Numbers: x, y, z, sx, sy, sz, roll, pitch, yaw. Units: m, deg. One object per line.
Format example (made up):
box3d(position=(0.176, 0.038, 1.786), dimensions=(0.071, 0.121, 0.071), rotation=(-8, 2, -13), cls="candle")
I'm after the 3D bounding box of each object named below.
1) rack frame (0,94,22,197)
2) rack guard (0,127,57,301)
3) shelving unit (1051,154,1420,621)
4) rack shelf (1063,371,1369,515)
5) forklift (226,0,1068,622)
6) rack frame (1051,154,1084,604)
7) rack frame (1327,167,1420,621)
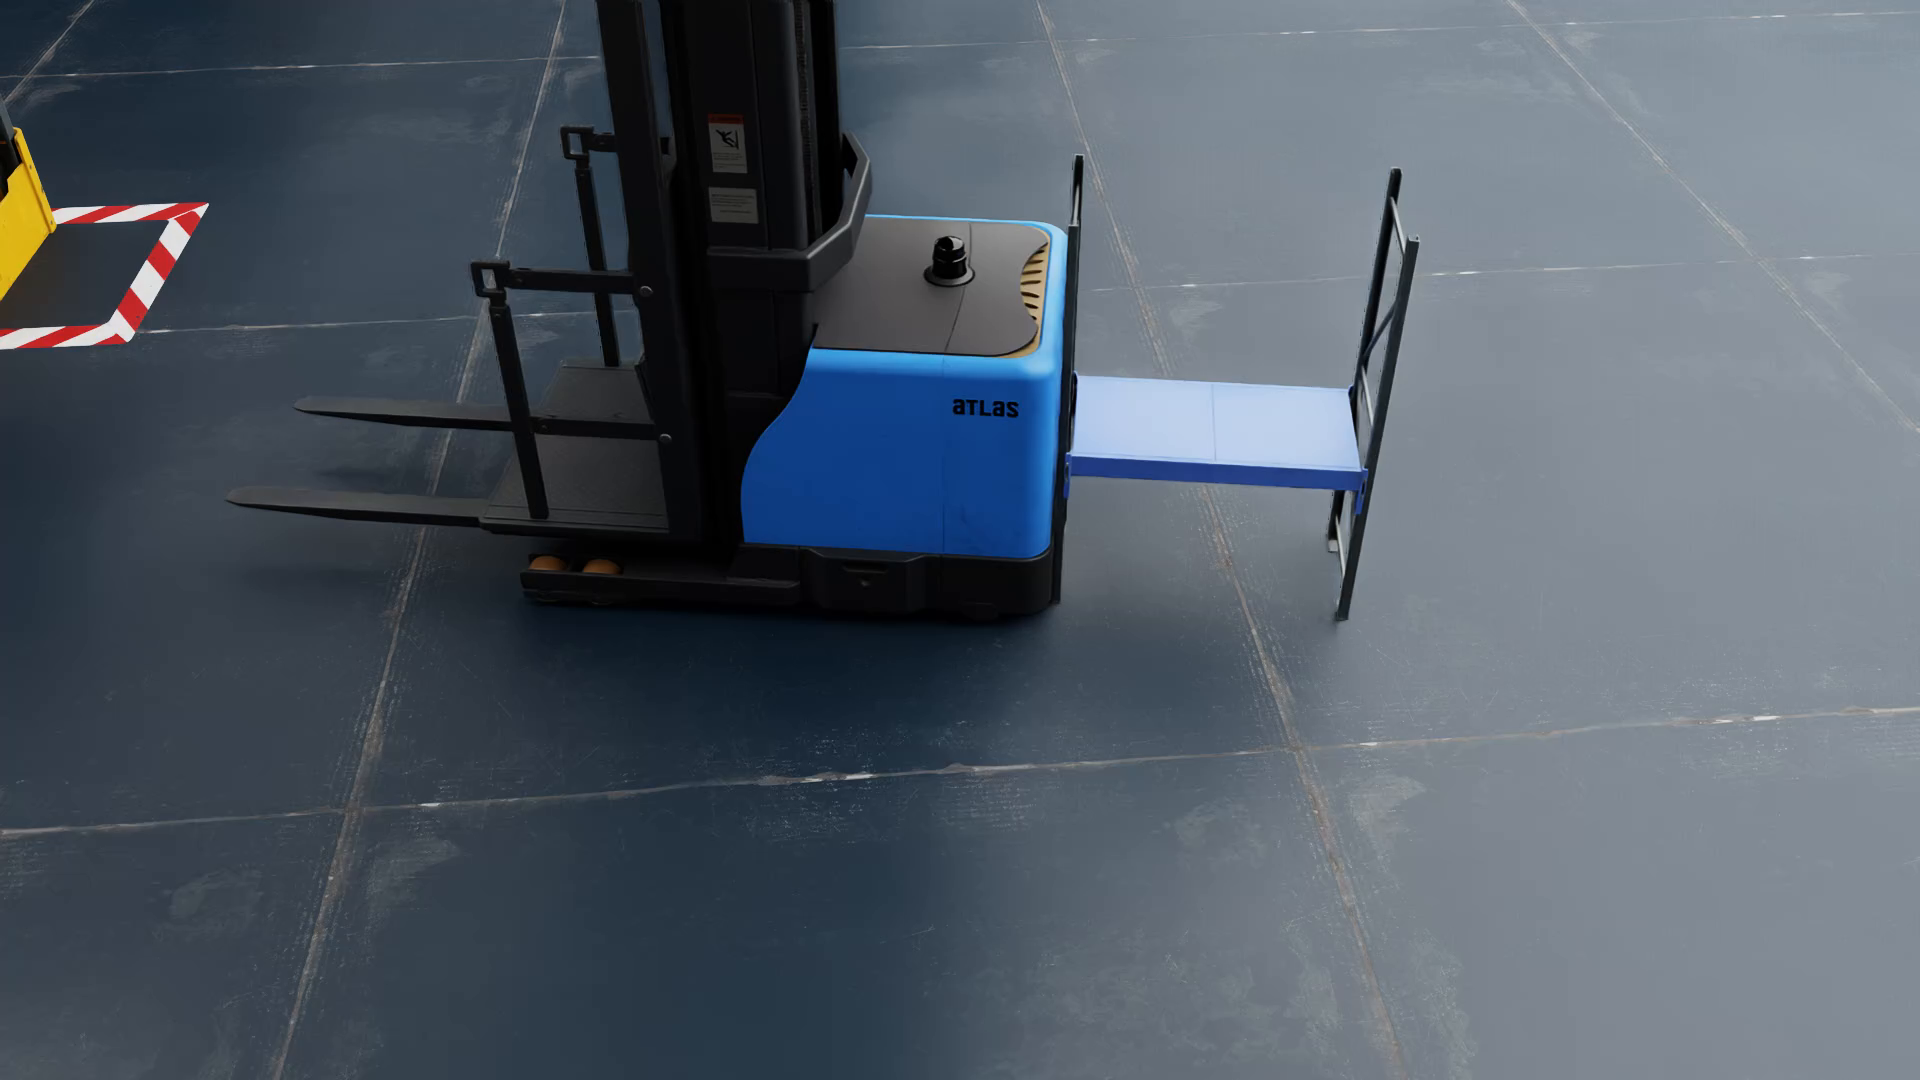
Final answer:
box3d(position=(-4.514, -2.423, 6.899), dimensions=(0.127, 3.000, 1.000), rotation=(-3, 38, -4), cls="rack frame")
box3d(position=(-4.585, -1.408, 7.631), dimensions=(0.348, 0.500, 1.175), rotation=(-3, 38, -4), cls="rack guard")
box3d(position=(0.873, -0.485, 5.654), dimensions=(1.048, 1.500, 0.538), rotation=(3, 38, 4), cls="shelving unit")
box3d(position=(0.873, -0.344, 5.766), dimensions=(1.000, 0.185, 0.538), rotation=(3, 38, 4), cls="rack shelf")
box3d(position=(-1.147, -1.239, 5.454), dimensions=(3.031, 2.935, 1.130), rotation=(3, 38, 4), cls="forklift")
box3d(position=(0.367, -0.515, 5.692), dimensions=(0.032, 1.500, 0.500), rotation=(3, 38, 4), cls="rack frame")
box3d(position=(1.379, -0.456, 5.617), dimensions=(0.032, 1.500, 0.500), rotation=(3, 38, 4), cls="rack frame")
